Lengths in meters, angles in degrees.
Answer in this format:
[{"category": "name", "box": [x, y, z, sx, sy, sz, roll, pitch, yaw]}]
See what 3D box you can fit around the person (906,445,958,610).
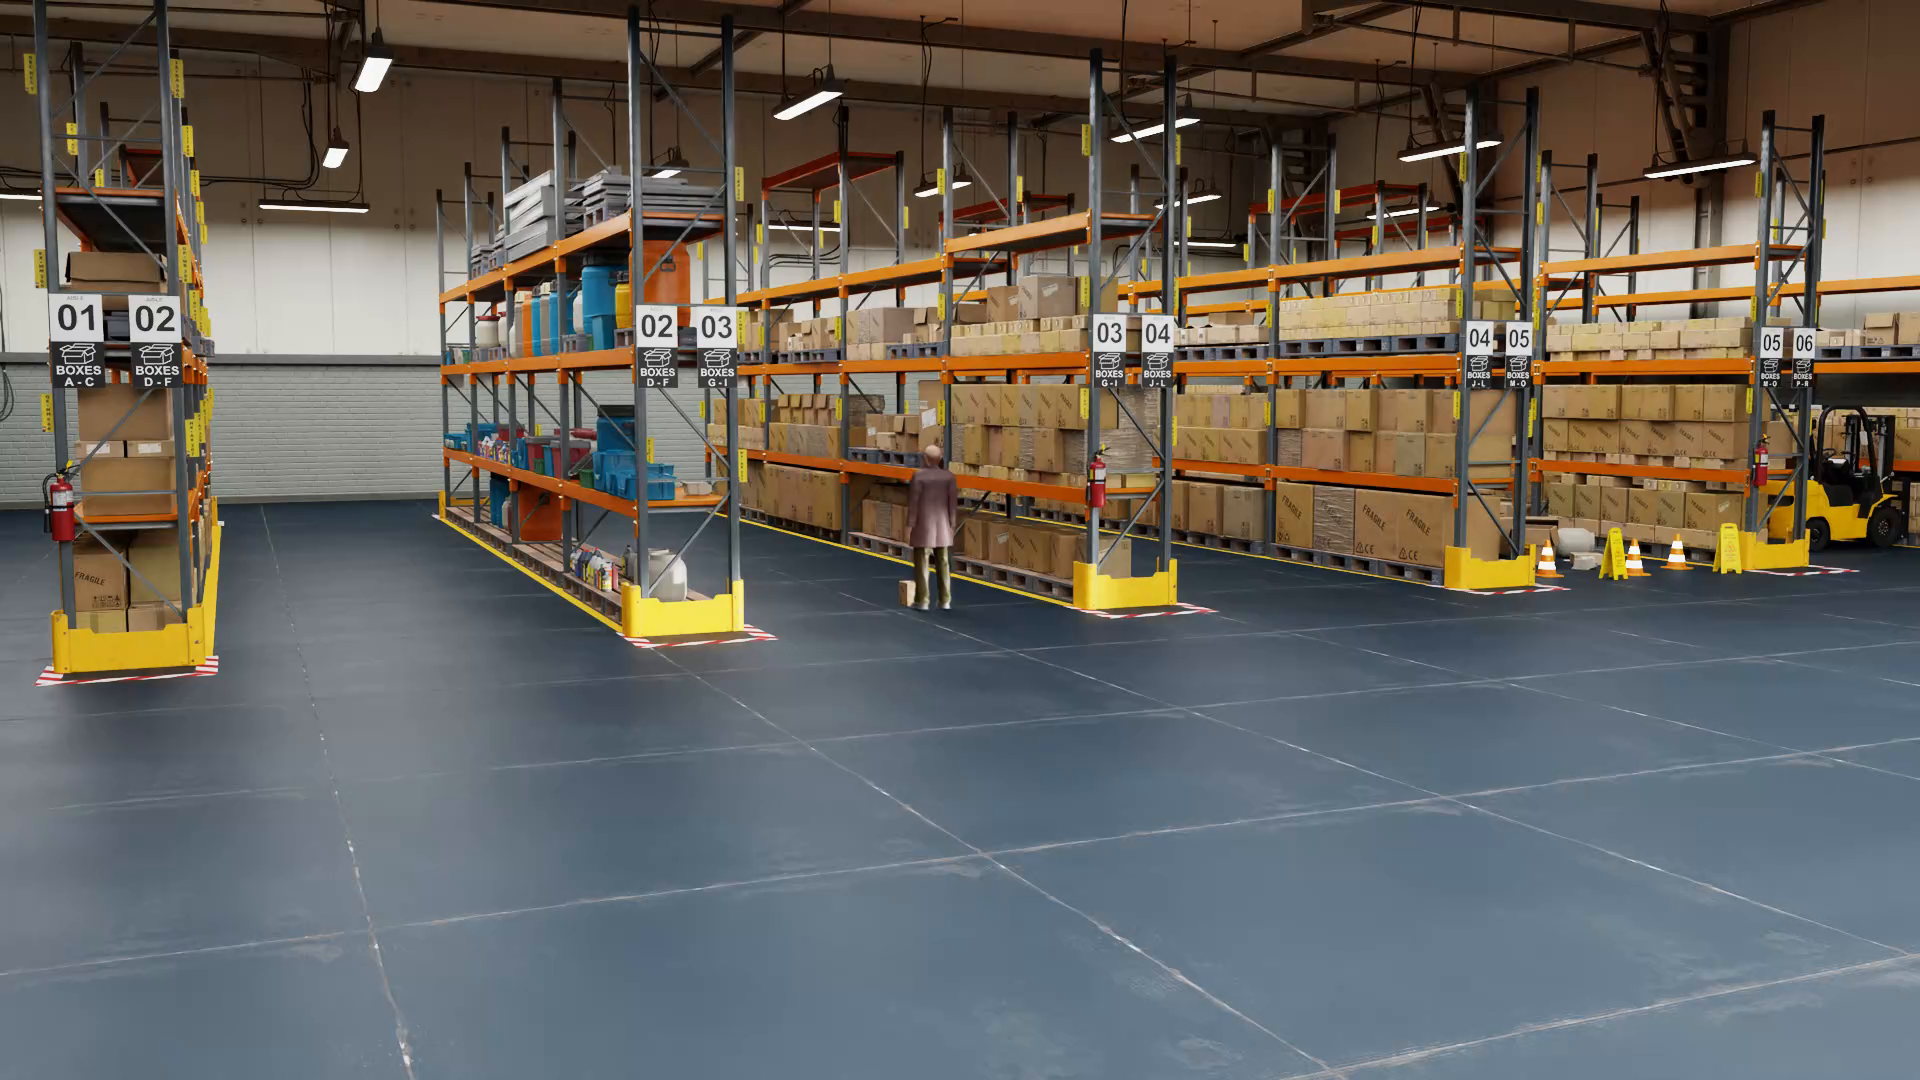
[{"category": "person", "box": [-0.325, -0.138, 18.051, 0.578, 1.783, 0.398, -2, 6, -23]}]
